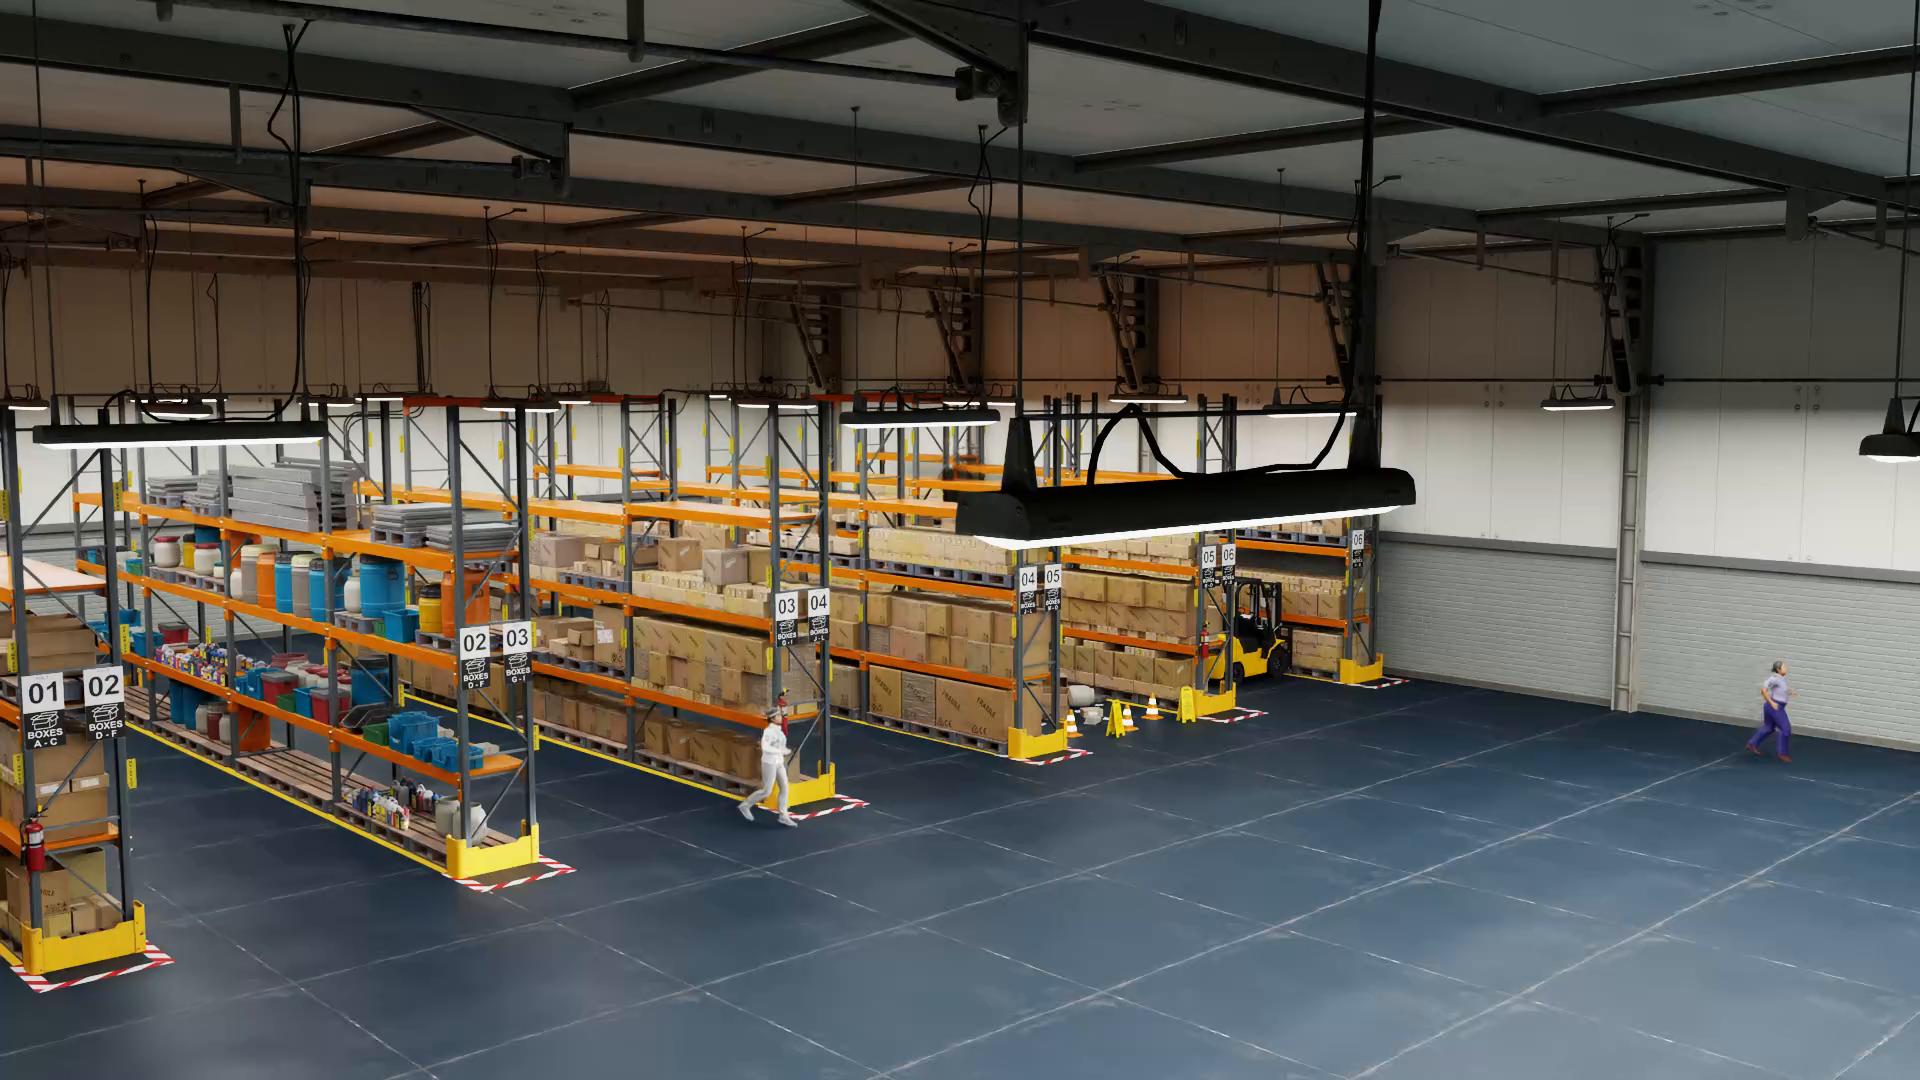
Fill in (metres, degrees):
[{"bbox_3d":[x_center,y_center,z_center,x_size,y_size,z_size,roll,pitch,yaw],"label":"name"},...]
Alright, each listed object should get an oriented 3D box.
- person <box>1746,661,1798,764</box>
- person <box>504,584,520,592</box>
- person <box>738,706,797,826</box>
[{"bbox_3d":[13.514,2.844,27.671,0.756,1.700,0.596,3,6,27],"label":"person"},{"bbox_3d":[-10.761,1.662,39.782,0.674,1.738,0.644,2,6,21],"label":"person"},{"bbox_3d":[-2.706,3.206,23.701,0.844,1.708,0.626,1,6,15],"label":"person"}]
